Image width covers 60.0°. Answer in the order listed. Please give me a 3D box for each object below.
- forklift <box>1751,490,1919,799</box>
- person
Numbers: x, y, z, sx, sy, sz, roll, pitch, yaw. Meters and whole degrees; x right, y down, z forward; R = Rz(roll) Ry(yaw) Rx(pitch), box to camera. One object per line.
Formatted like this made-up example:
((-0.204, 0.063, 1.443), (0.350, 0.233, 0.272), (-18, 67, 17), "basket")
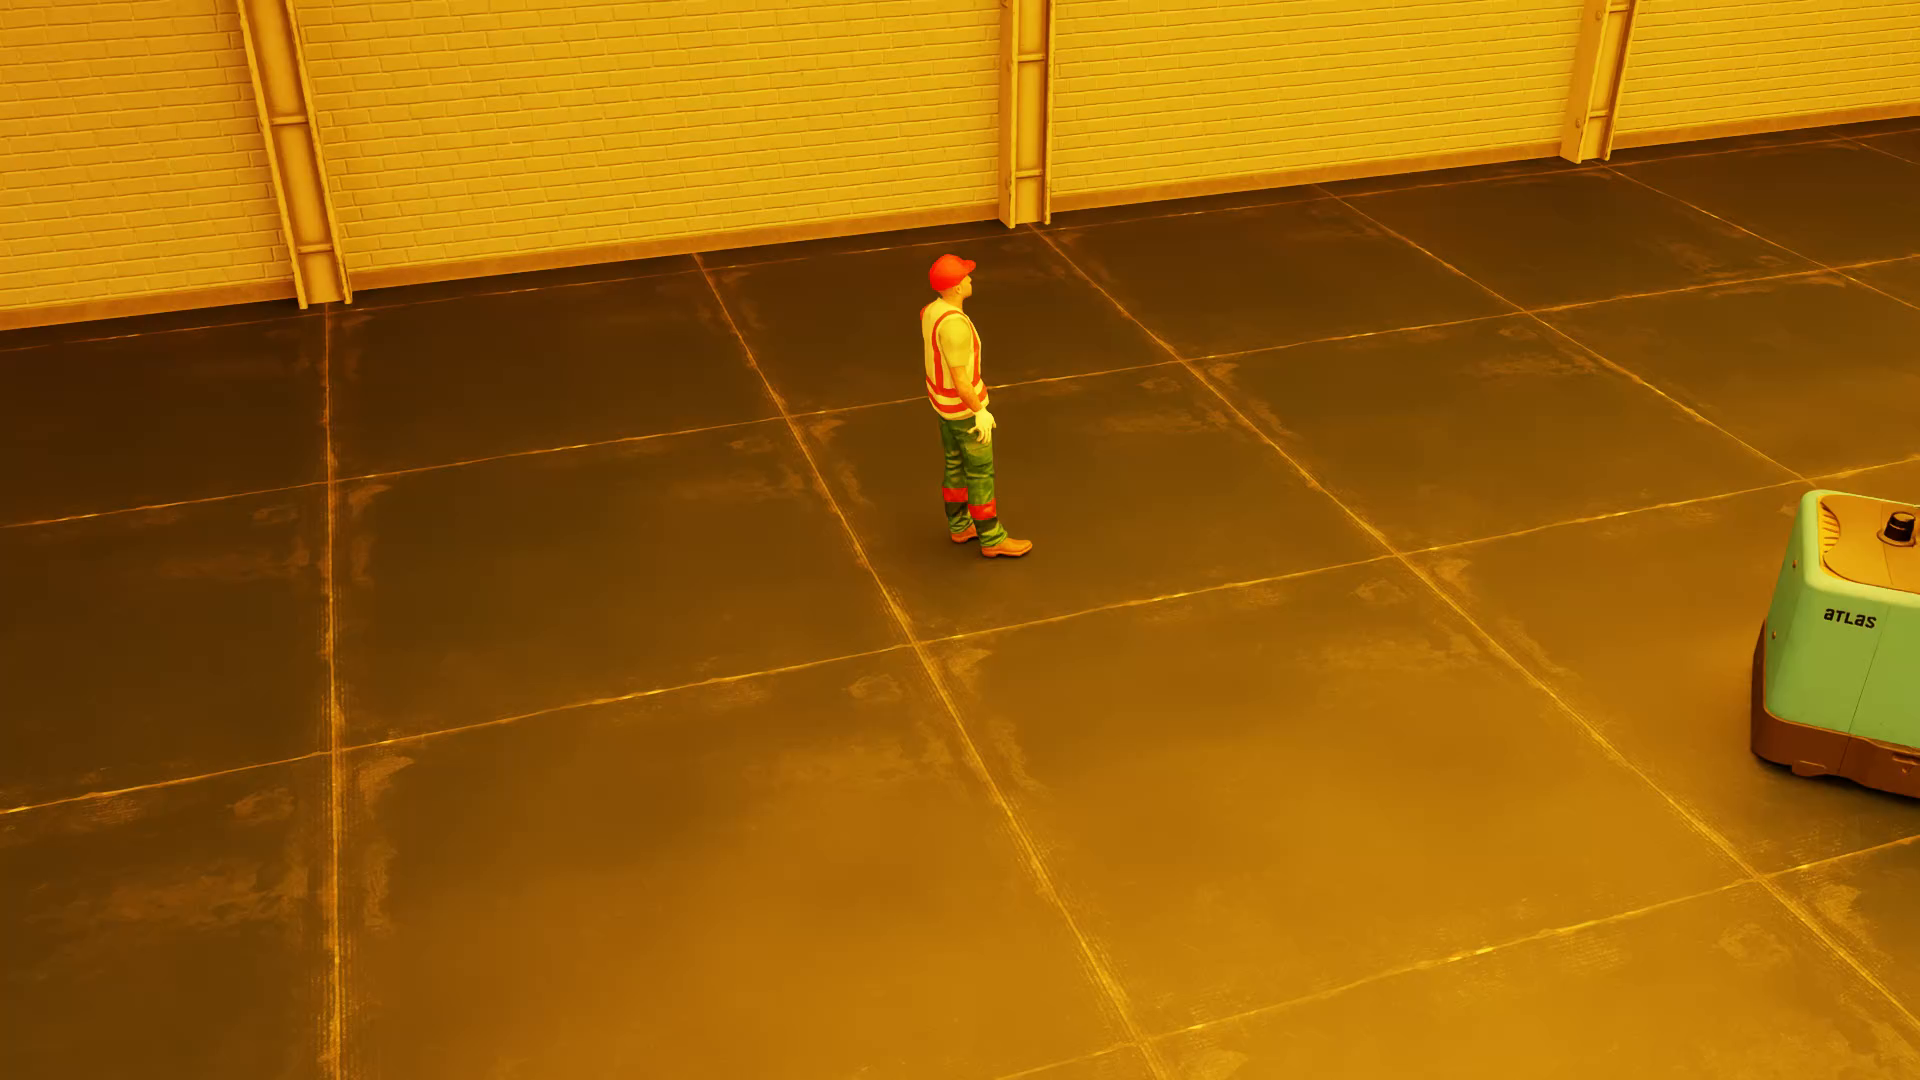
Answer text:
((5.431, -0.101, 7.263), (3.031, 2.935, 1.130), (12, 32, 20), "forklift")
((0.080, -0.789, 9.588), (0.564, 1.787, 0.637), (-10, 31, -16), "person")
